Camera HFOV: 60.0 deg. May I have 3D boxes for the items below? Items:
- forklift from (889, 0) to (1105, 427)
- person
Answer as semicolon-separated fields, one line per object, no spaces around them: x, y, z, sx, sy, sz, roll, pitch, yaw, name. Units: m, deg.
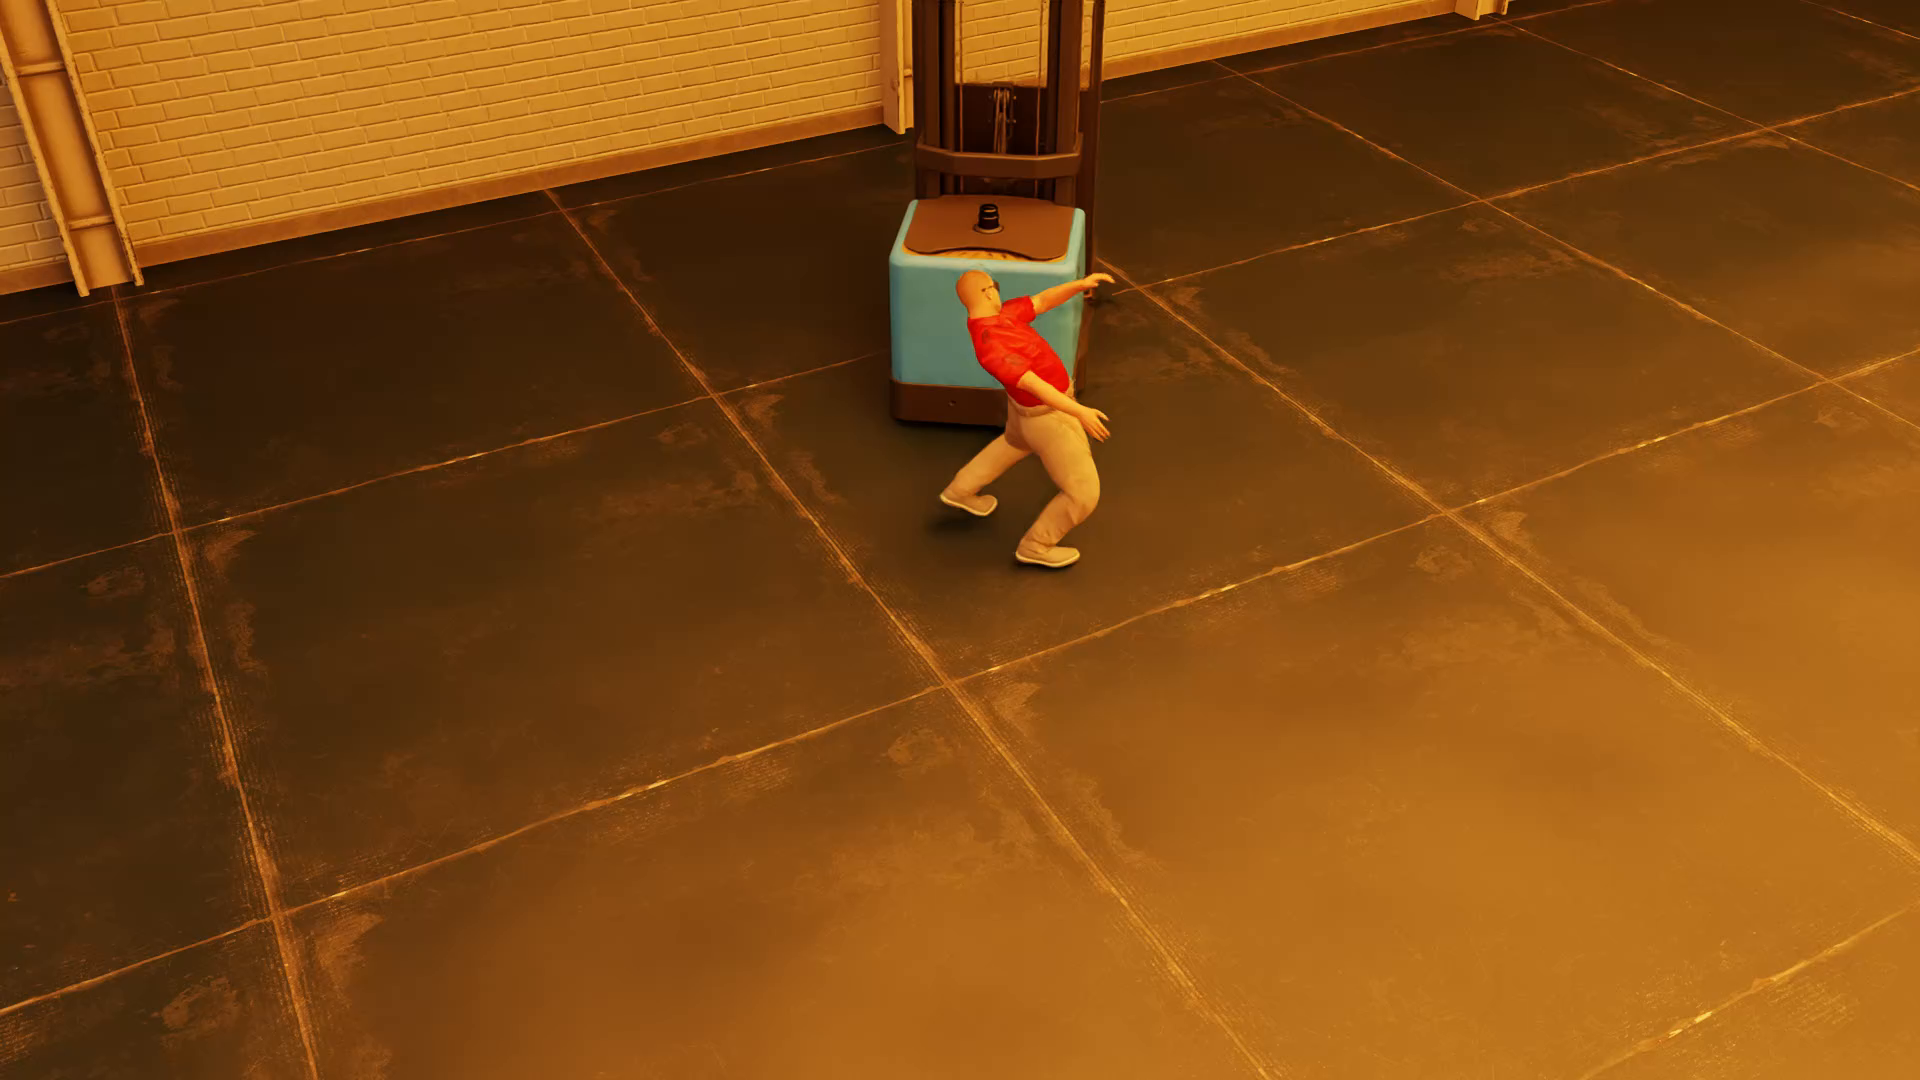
0.303;-2.658;9.883;1.130;2.935;3.031;4;35;6;forklift
0.427;-0.547;8.118;0.754;1.492;1.035;-13;37;-17;person
